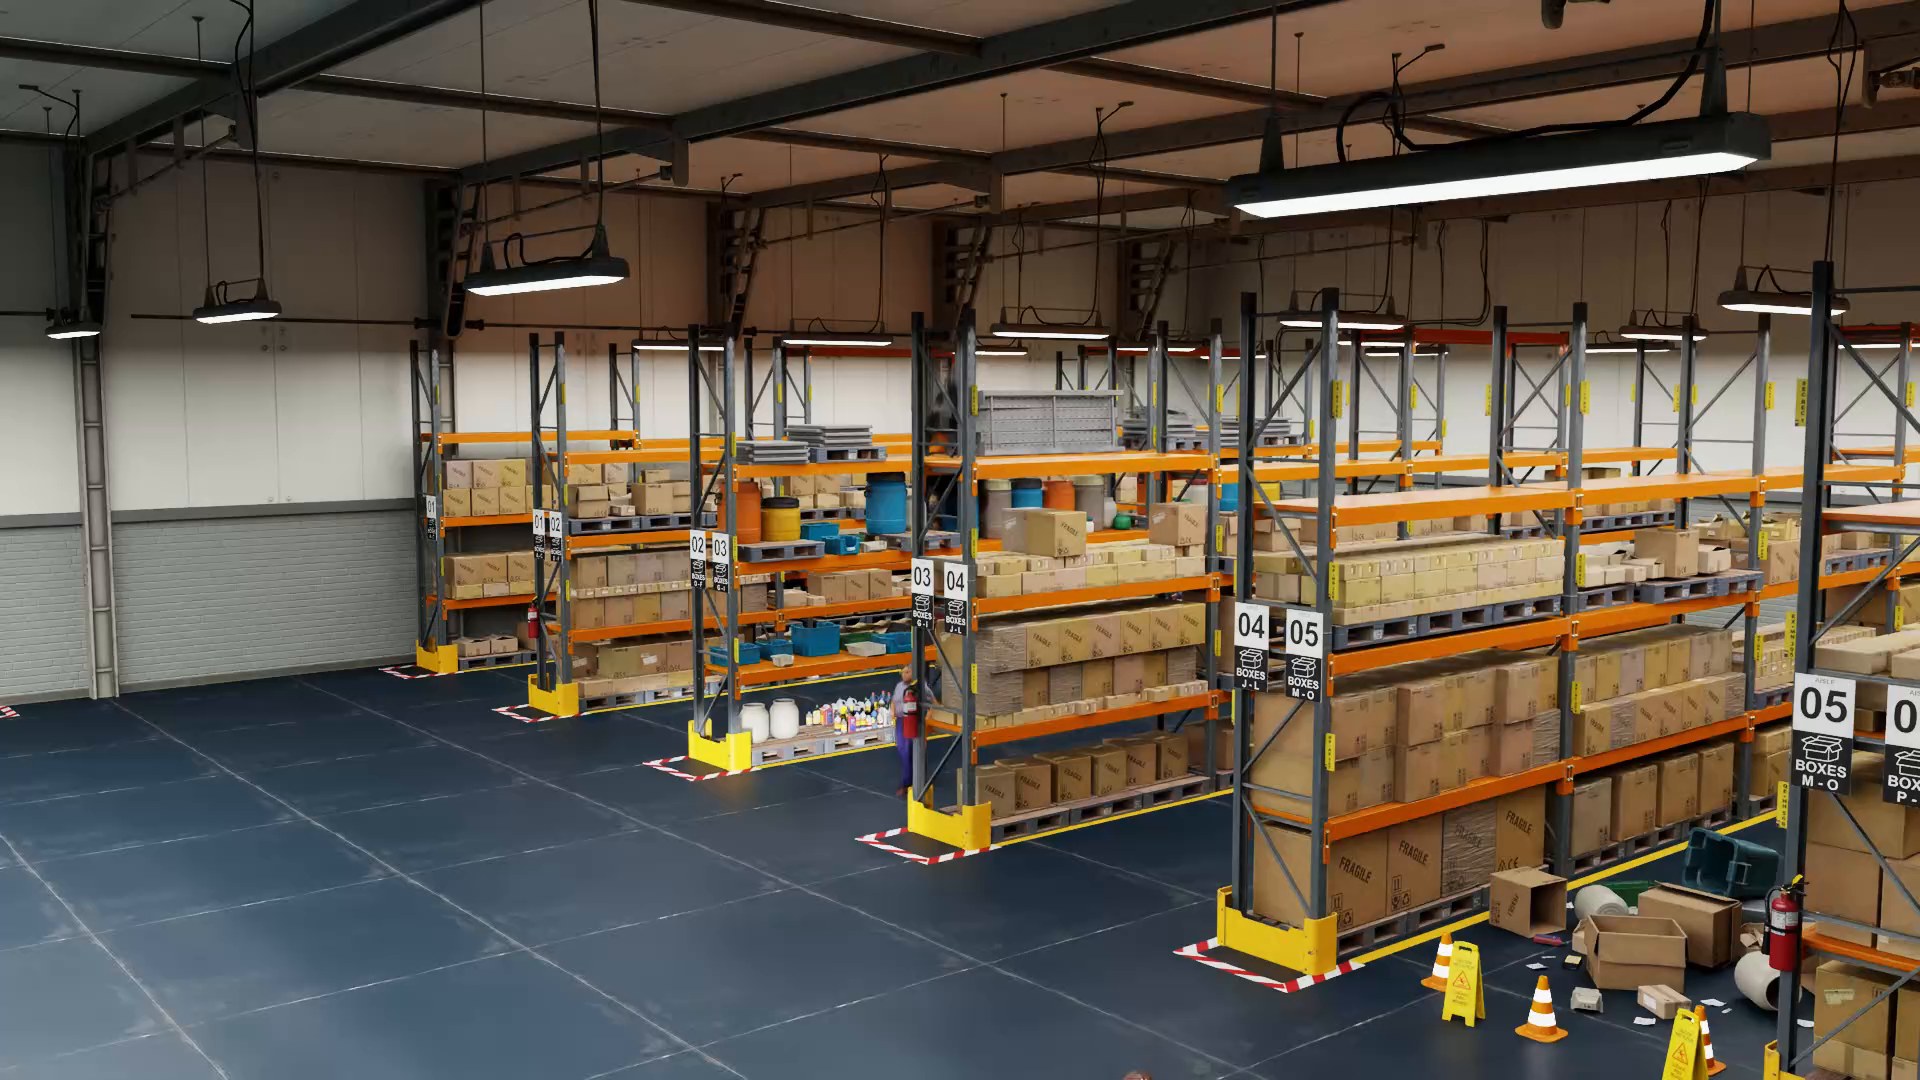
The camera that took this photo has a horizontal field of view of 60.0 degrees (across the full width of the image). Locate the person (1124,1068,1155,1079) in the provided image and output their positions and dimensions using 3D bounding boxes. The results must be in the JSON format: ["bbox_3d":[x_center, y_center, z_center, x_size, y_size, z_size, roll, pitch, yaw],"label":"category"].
[{"bbox_3d":[0.946,3.550,8.568,0.616,1.631,0.568,0,5,2],"label":"person"}]

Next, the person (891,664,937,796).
[{"bbox_3d":[-0.602,2.396,21.277,0.631,1.656,0.763,4,6,34],"label":"person"}]

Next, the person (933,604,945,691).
[{"bbox_3d":[-0.271,1.724,28.053,0.586,1.681,0.638,-5,7,-41],"label":"person"}]
